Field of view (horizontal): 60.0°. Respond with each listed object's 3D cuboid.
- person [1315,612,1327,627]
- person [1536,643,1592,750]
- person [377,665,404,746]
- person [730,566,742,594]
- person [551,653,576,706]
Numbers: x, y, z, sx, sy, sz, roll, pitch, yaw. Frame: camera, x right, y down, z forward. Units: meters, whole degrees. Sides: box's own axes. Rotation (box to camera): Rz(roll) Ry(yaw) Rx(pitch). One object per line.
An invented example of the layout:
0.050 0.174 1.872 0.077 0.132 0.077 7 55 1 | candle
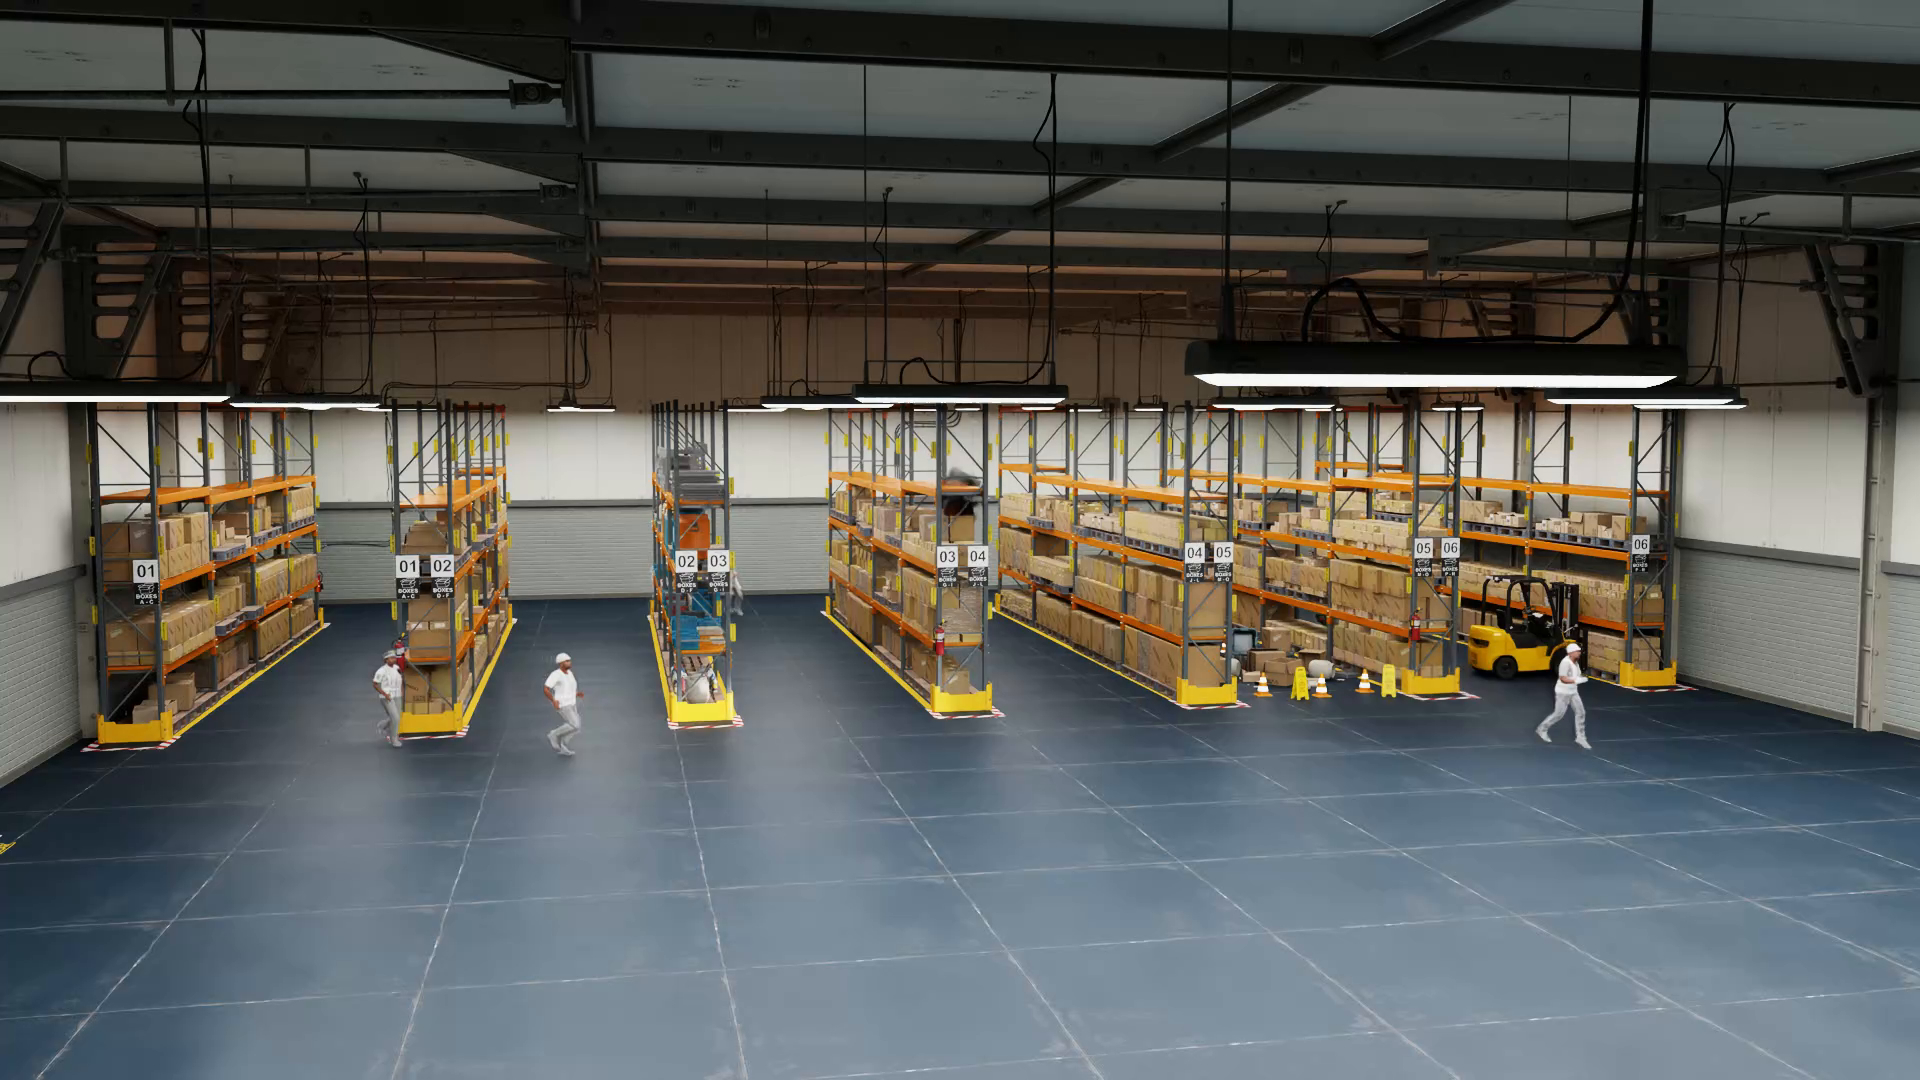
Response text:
9.390 1.647 42.722 0.659 1.697 0.578 -1 4 -16 | person
10.432 2.676 28.681 0.965 1.819 0.462 4 6 39 | person
-9.925 2.852 28.881 0.664 1.393 0.409 2 5 30 | person
-6.577 1.069 47.343 0.543 0.949 0.687 4 6 41 | person
-6.643 2.345 27.936 0.331 0.888 0.435 1 4 15 | person
